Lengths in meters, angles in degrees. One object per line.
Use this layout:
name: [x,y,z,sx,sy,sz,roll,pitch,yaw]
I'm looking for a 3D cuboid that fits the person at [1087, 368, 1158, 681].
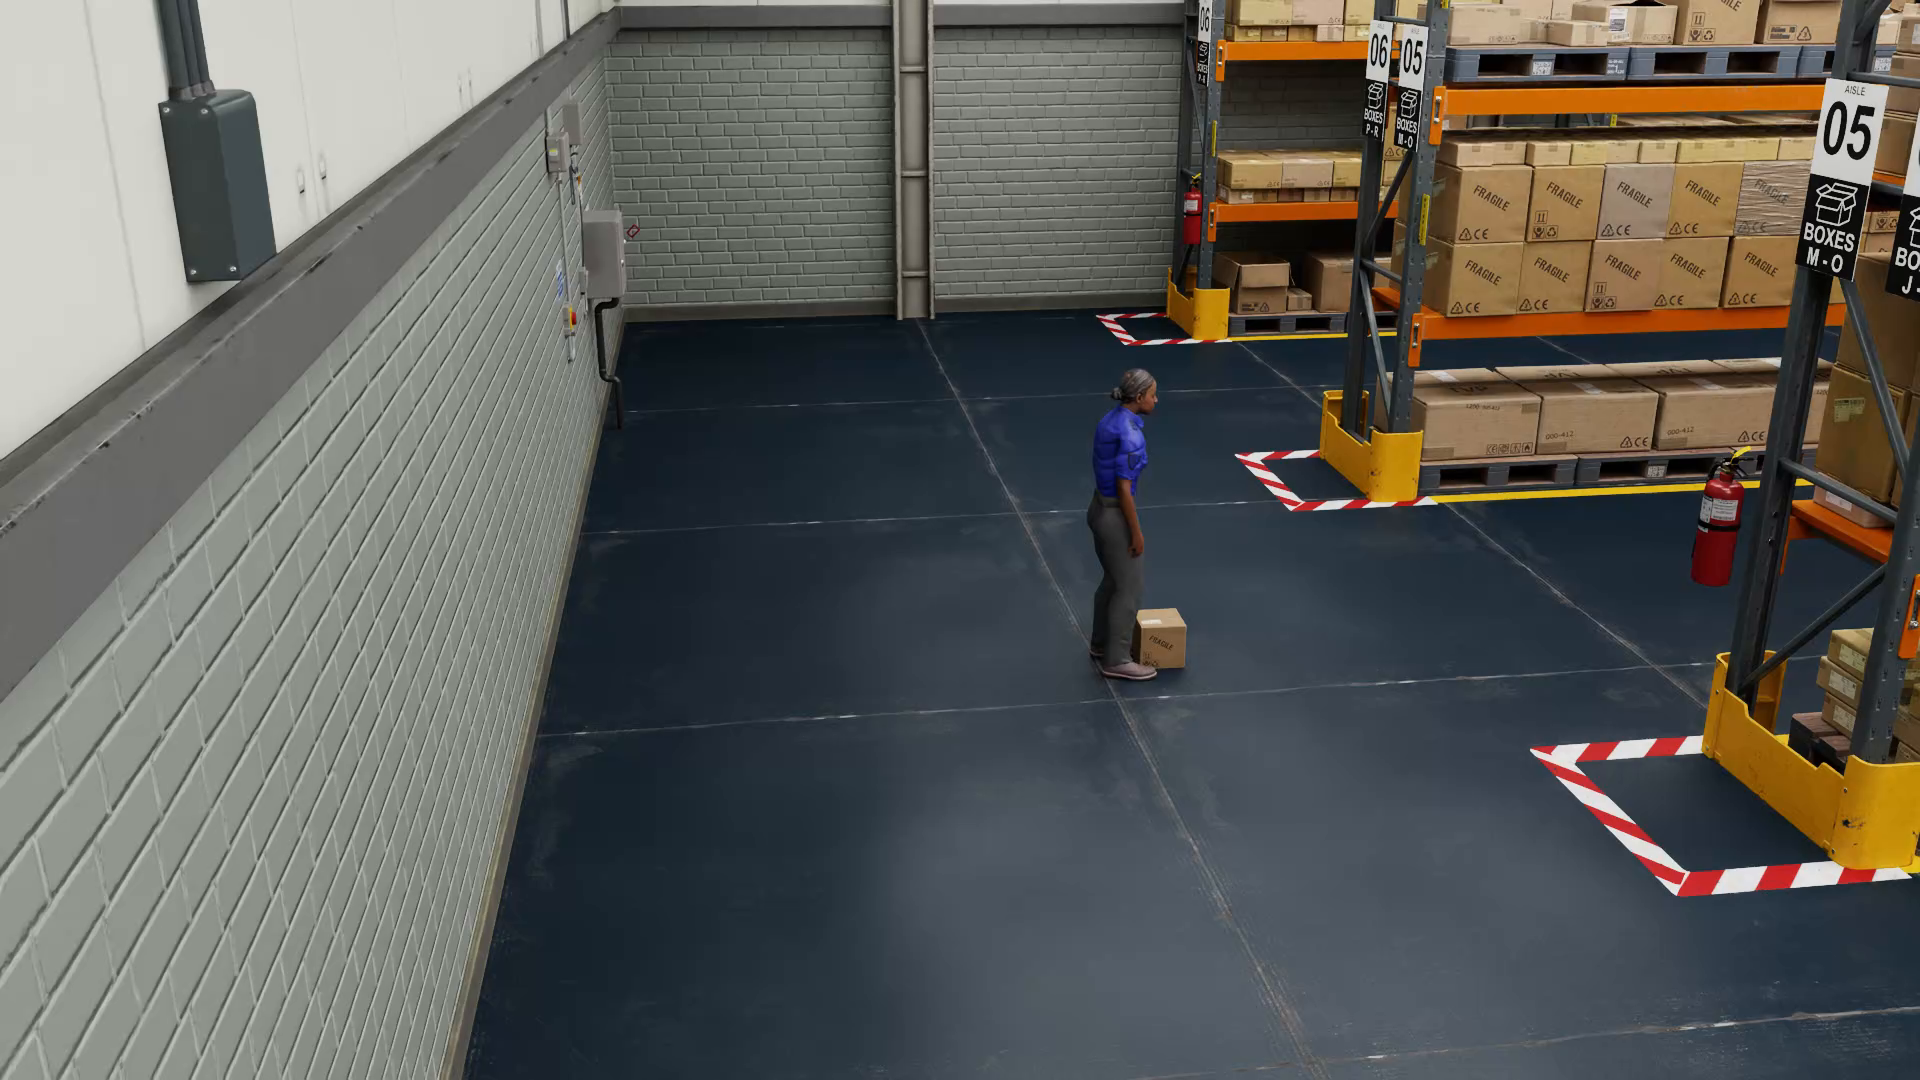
person: [0.862,-0.100,8.853,0.347,1.655,0.507,-3,20,-8]
